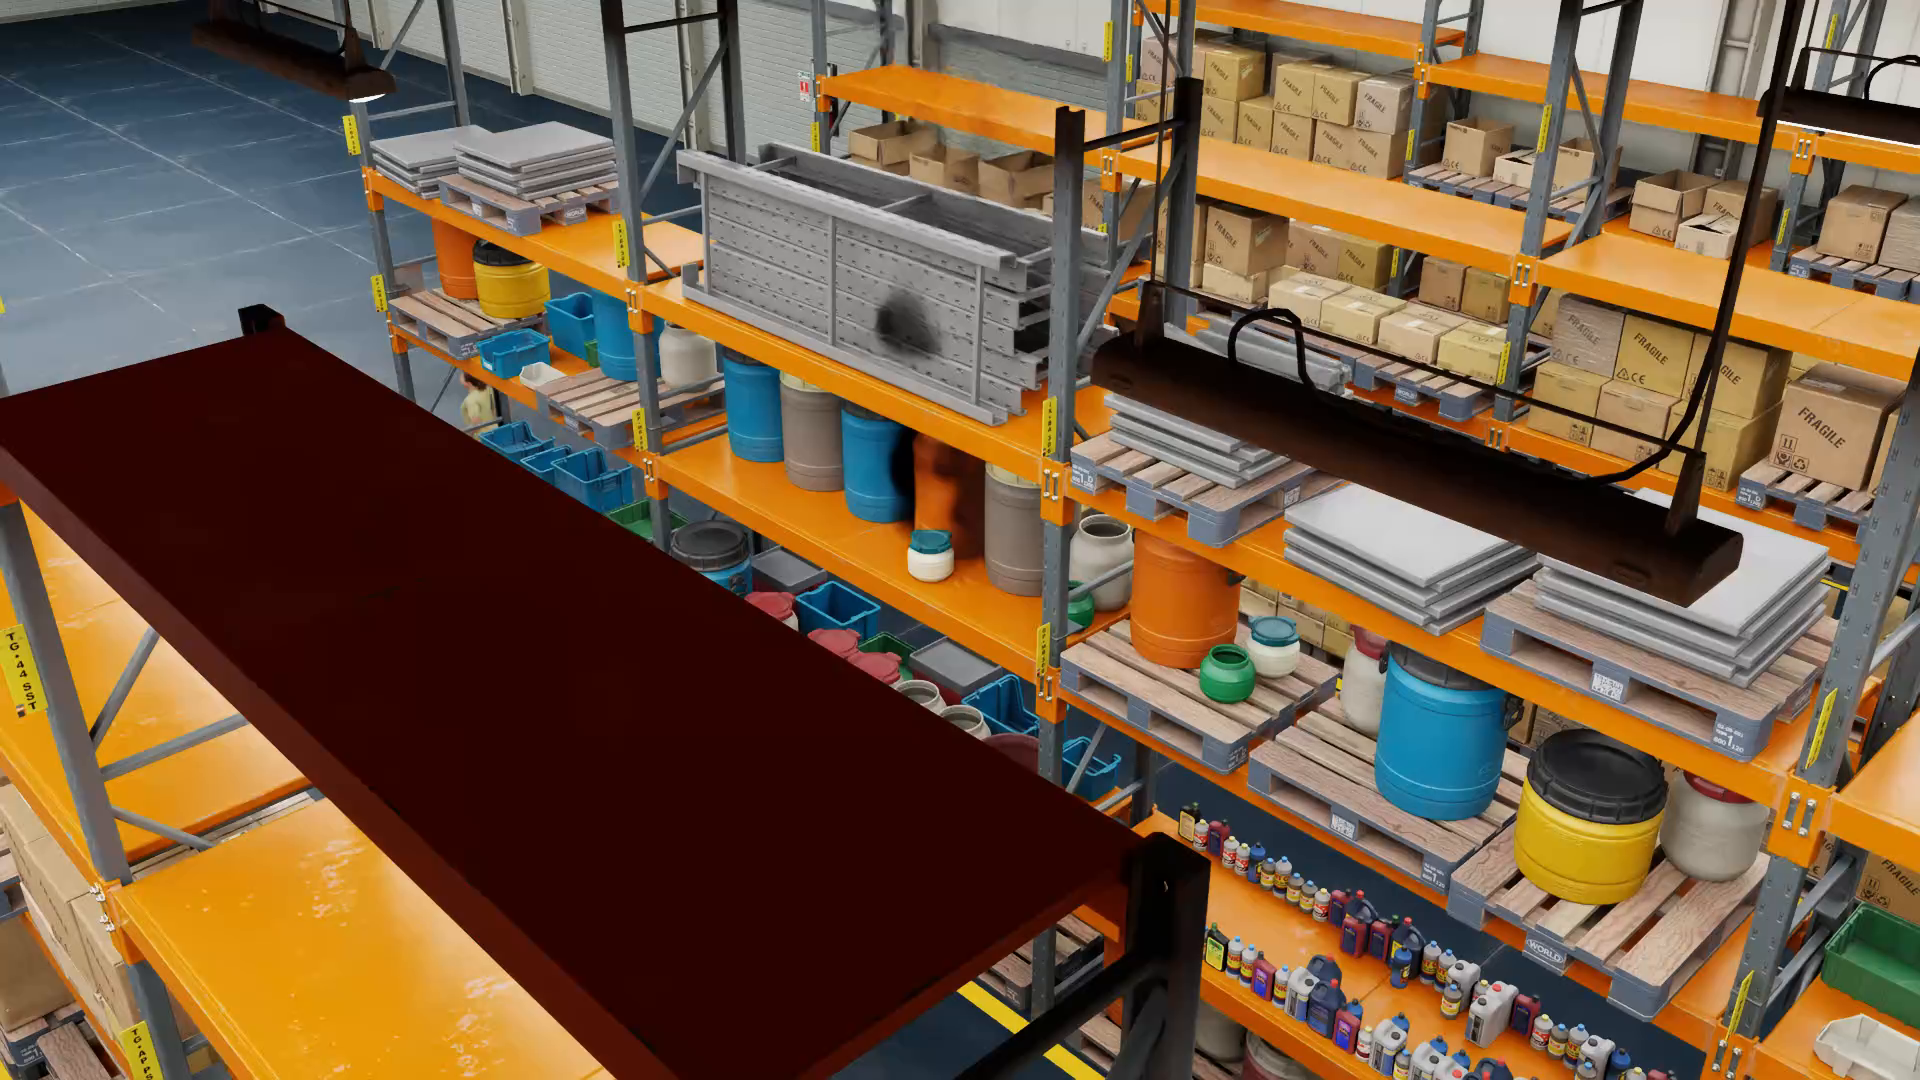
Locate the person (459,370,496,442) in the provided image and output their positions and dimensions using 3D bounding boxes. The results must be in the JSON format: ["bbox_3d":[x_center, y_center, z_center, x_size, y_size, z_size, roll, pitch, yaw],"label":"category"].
[{"bbox_3d":[-4.827,-1.016,17.044,0.747,1.630,0.576,4,28,7],"label":"person"}]
